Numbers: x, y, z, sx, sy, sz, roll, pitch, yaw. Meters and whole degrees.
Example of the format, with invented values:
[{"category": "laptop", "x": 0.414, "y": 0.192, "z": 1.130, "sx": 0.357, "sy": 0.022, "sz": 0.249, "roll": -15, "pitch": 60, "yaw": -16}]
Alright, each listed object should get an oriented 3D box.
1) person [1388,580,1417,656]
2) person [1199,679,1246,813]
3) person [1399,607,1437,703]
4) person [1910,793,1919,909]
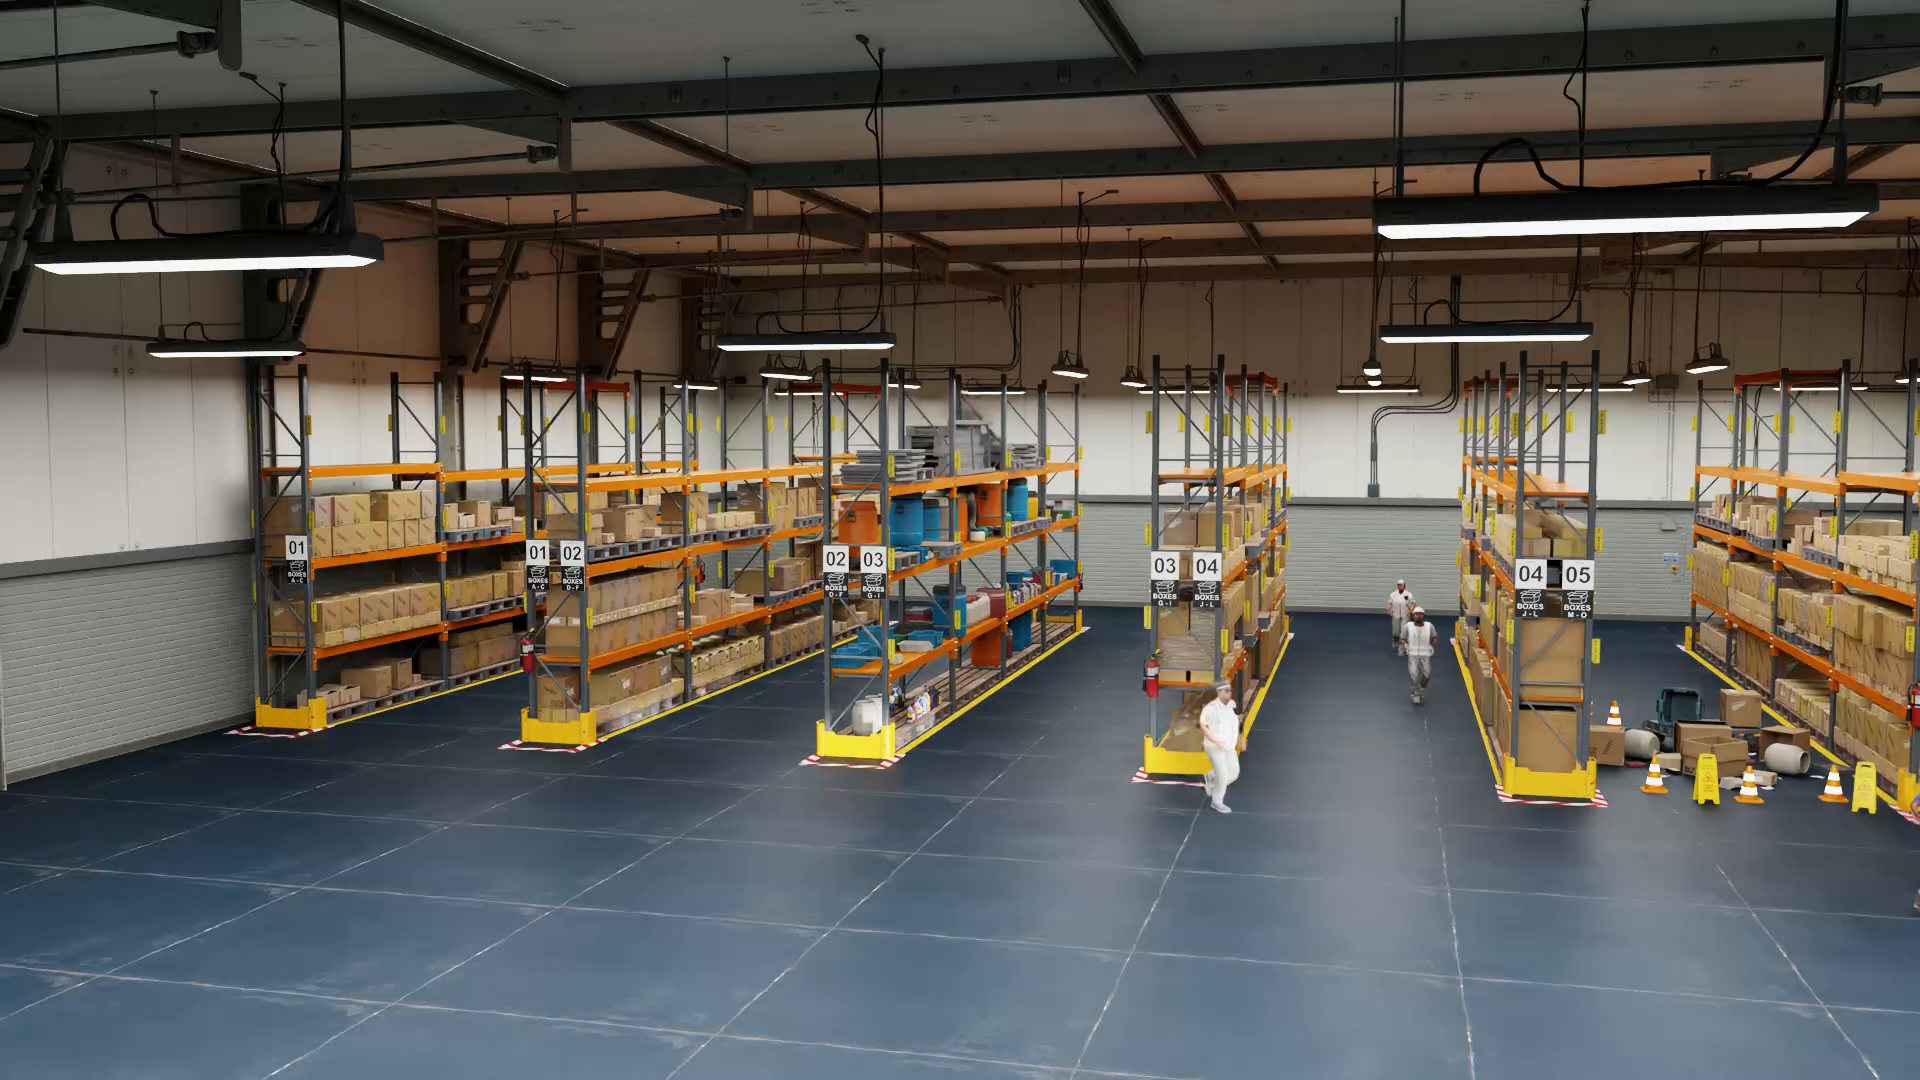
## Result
[{"category": "person", "x": 9.673, "y": 1.693, "z": 36.378, "sx": 0.603, "sy": 1.646, "sz": 0.603, "roll": 2, "pitch": 4, "yaw": 22}, {"category": "person", "x": 3.358, "y": 2.656, "z": 21.673, "sx": 0.645, "sy": 1.729, "sz": 0.635, "roll": -3, "pitch": 5, "yaw": -39}, {"category": "person", "x": 8.230, "y": 2.072, "z": 29.862, "sx": 0.663, "sy": 1.735, "sz": 0.608, "roll": 1, "pitch": 4, "yaw": 11}, {"category": "person", "x": 9.970, "y": 3.023, "z": 16.747, "sx": 0.545, "sy": 1.644, "sz": 0.664, "roll": -3, "pitch": 5, "yaw": -37}]
